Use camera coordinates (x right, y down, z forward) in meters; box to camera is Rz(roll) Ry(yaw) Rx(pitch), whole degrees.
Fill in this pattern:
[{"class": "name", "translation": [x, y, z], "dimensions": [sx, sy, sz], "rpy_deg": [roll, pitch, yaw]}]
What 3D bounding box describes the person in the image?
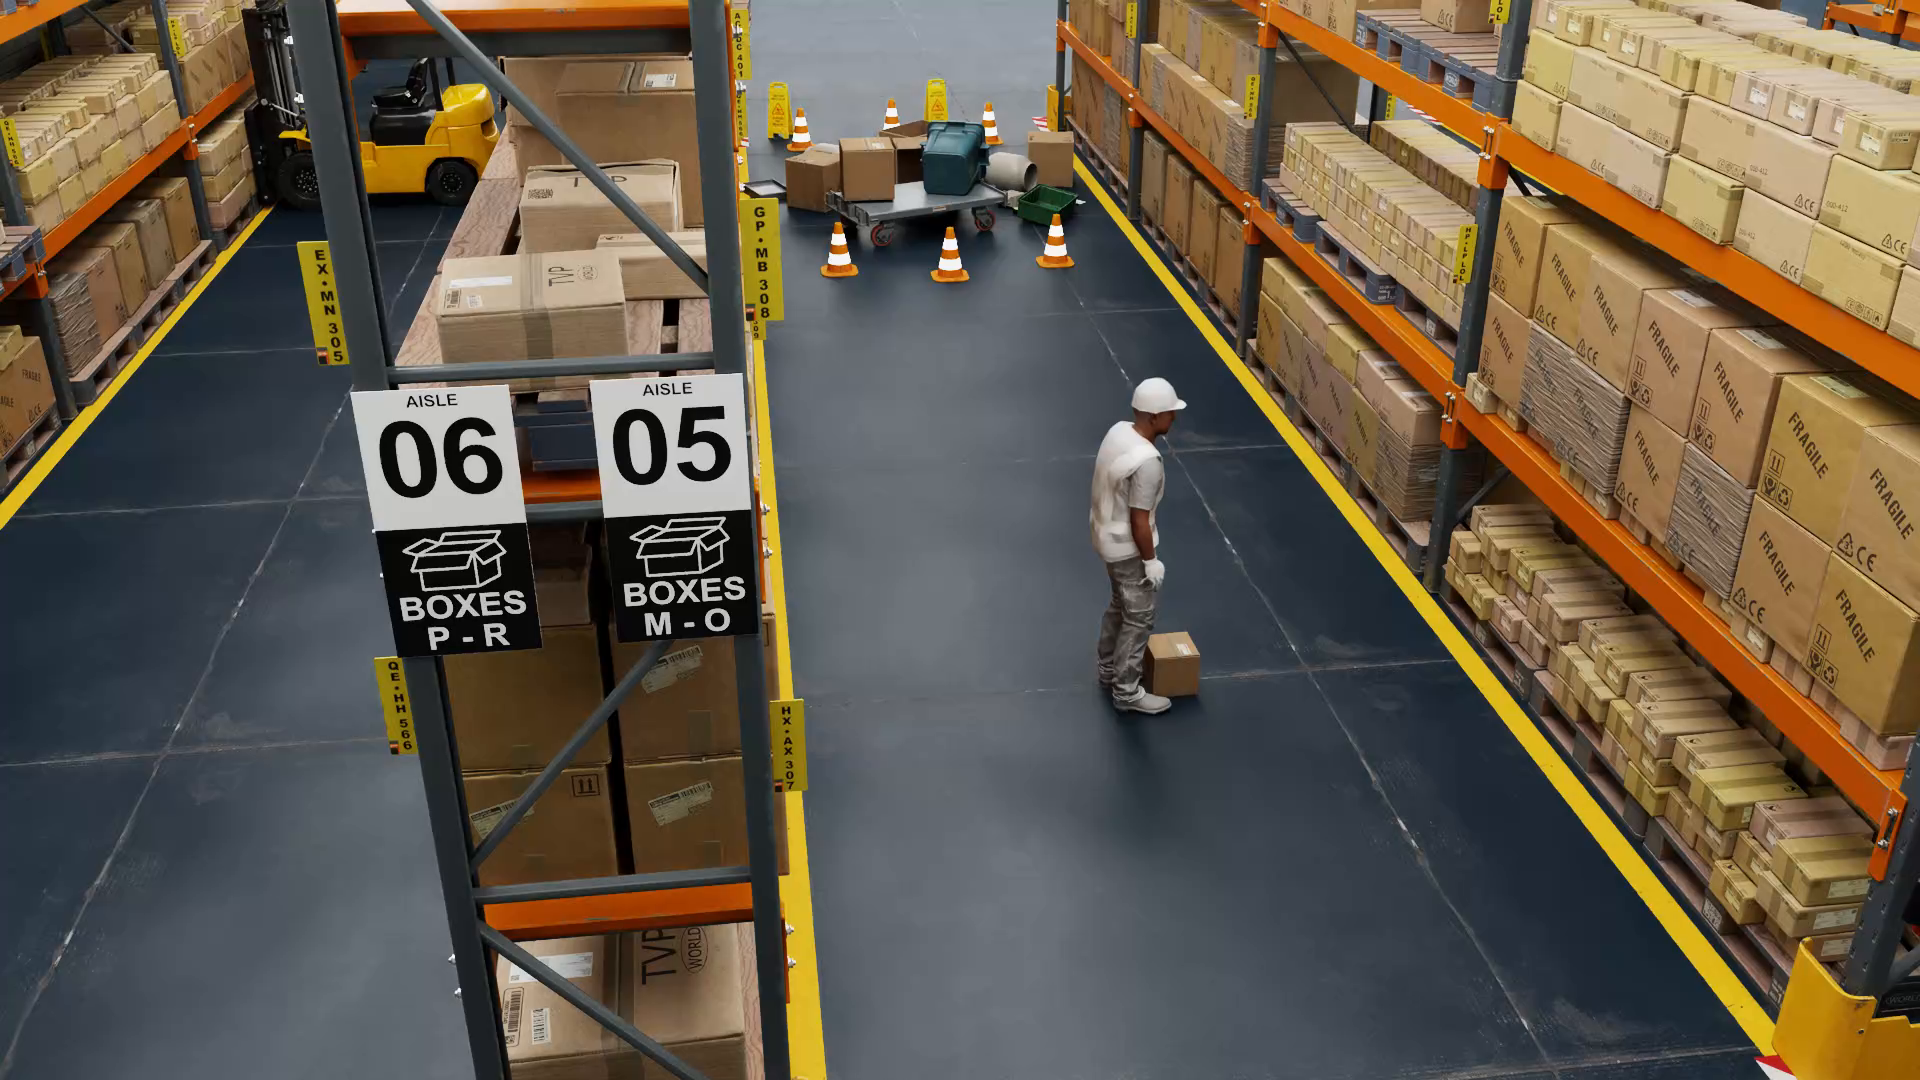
[{"class": "person", "translation": [0.905, 0.016, 8.573], "dimensions": [0.448, 1.775, 0.616], "rpy_deg": [-4, 27, -7]}]
